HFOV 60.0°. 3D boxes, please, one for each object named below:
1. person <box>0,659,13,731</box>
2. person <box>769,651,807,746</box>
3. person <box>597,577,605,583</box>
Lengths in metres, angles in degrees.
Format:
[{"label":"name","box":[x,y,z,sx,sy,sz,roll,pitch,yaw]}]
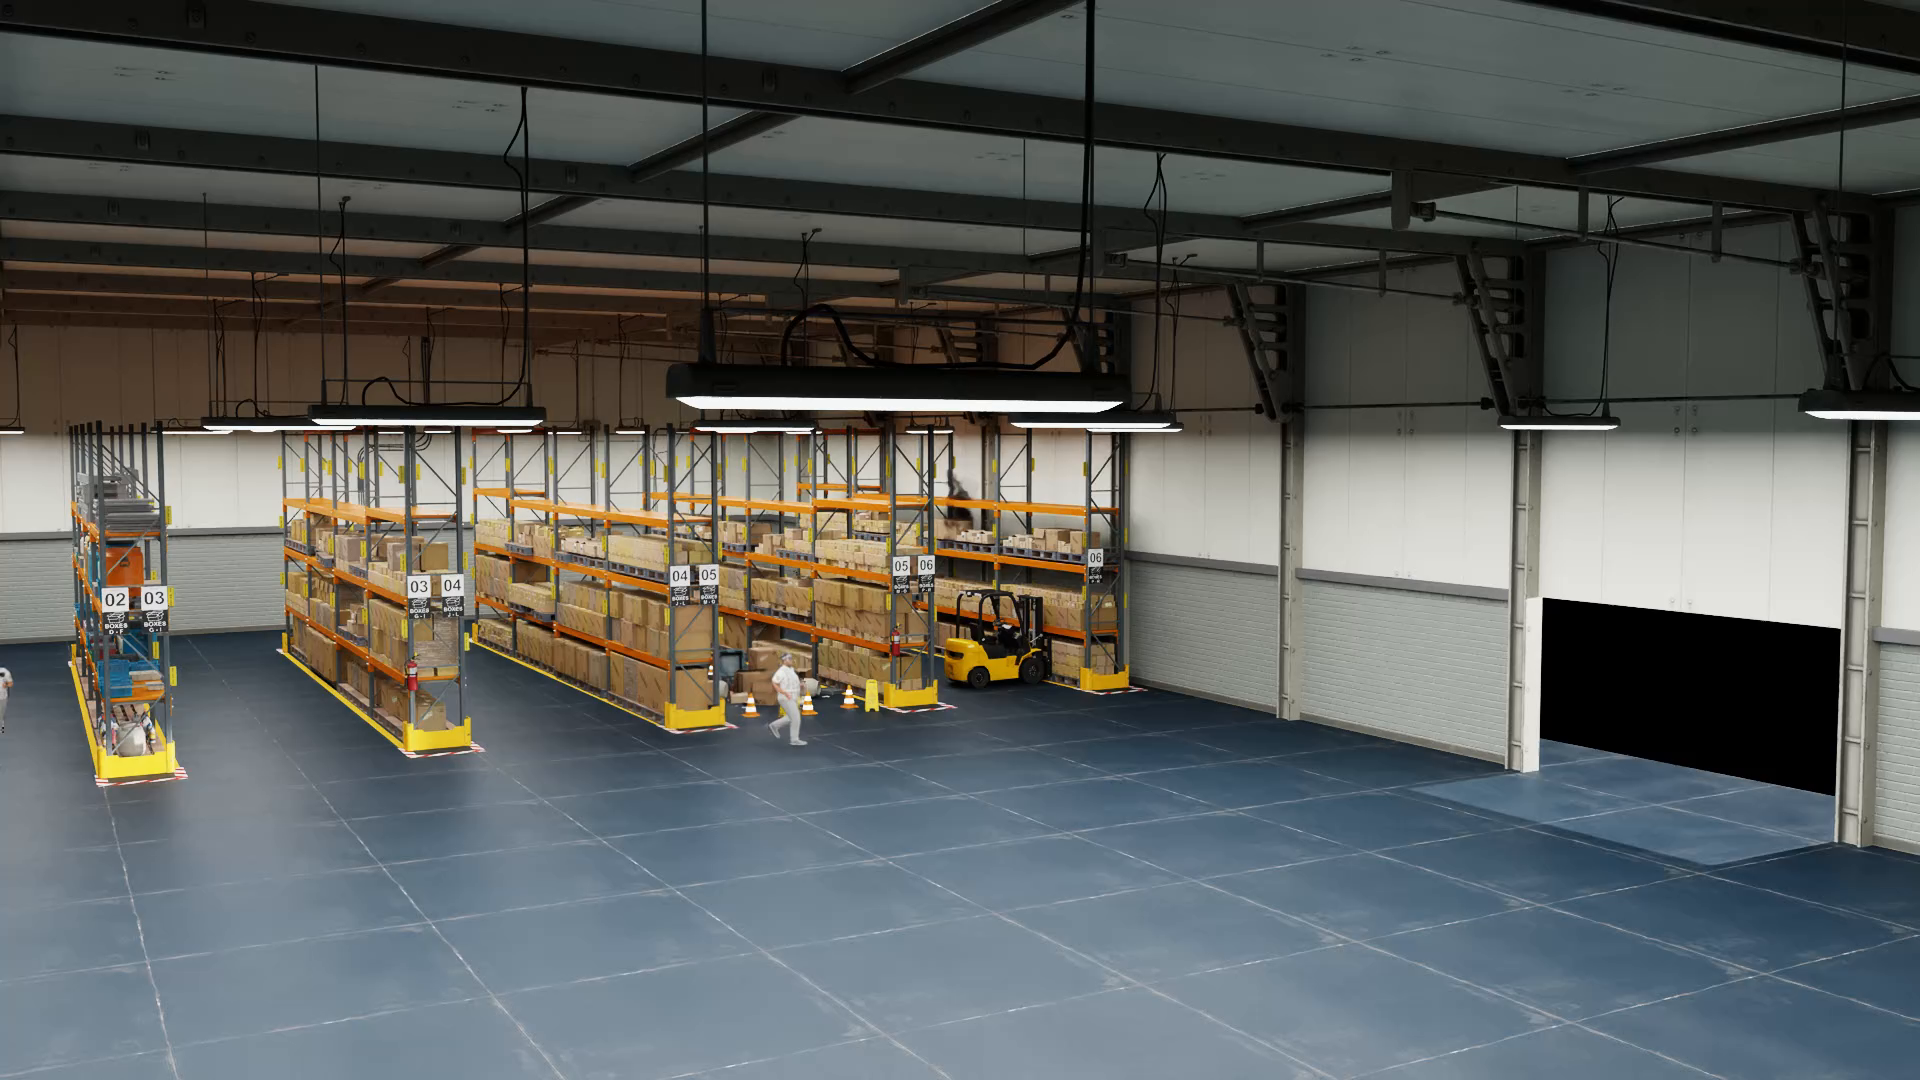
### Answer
[{"label":"person","box":[-17.914,2.996,30.892,0.584,1.728,0.738,-3,5,-42]},{"label":"person","box":[-3.211,2.934,30.947,0.800,1.747,0.675,1,4,18]},{"label":"person","box":[-10.772,1.774,49.791,0.690,1.800,0.714,-2,4,-29]}]
